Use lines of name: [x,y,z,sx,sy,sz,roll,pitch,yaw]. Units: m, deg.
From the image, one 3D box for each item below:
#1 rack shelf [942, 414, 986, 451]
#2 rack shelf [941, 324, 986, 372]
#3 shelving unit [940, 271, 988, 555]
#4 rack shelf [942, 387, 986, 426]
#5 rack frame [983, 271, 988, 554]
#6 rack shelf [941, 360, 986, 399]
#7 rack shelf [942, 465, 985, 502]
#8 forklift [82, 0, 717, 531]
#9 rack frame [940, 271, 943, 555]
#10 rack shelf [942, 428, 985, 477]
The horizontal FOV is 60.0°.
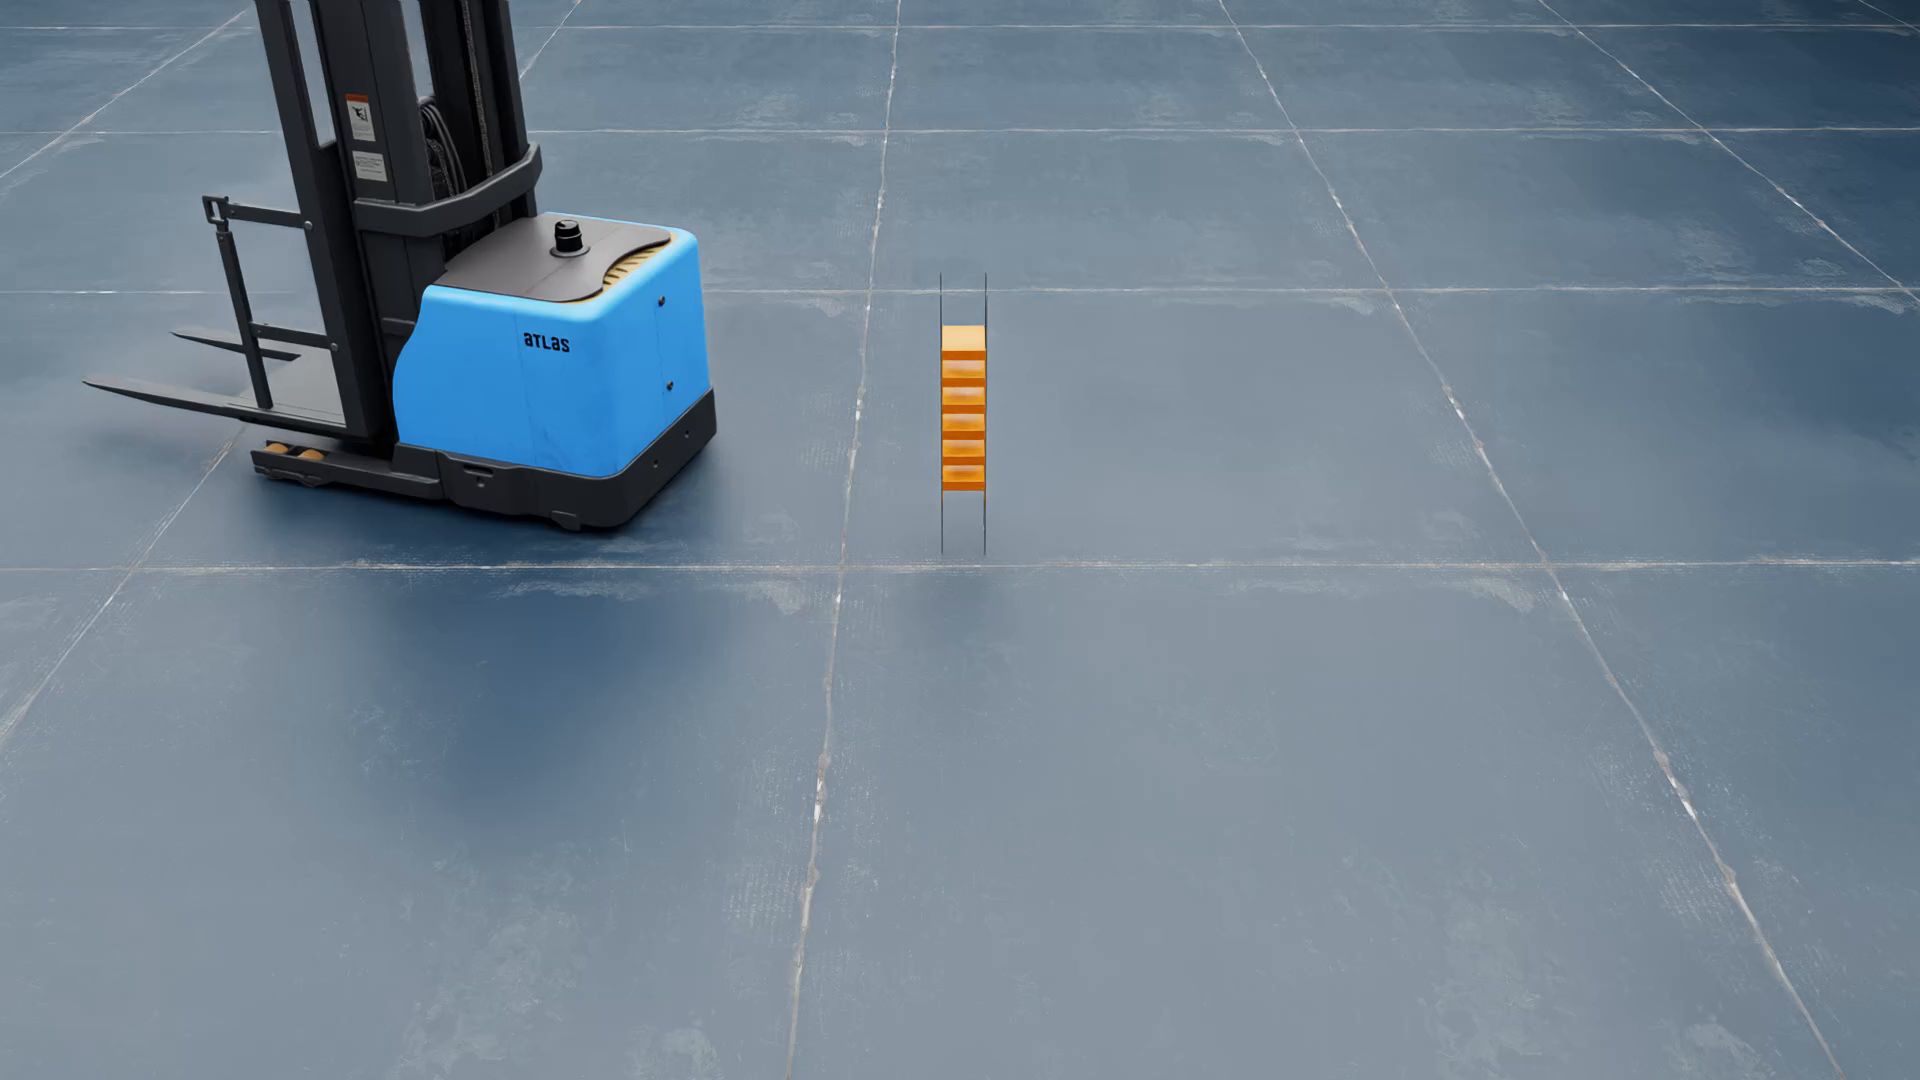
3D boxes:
rack shelf: [0.014,-0.475,6.962,0.180,0.103,0.258,0,31,0]
rack shelf: [0.014,-0.783,6.775,0.180,0.103,0.258,0,31,0]
shelving unit: [0.014,-0.513,6.939,0.189,1.200,0.258,0,31,0]
rack shelf: [0.014,-0.578,6.900,0.180,0.103,0.258,0,31,0]
rack frame: [0.106,-0.513,6.939,0.006,1.200,0.240,0,31,0]
rack shelf: [0.014,-0.680,6.837,0.180,0.103,0.258,0,31,0]
rack shelf: [0.014,-0.270,7.086,0.180,0.103,0.258,0,31,0]
forklift: [-2.738,-1.744,7.300,3.031,2.935,1.130,10,33,16]
rack frame: [-0.077,-0.513,6.938,0.006,1.200,0.240,0,31,0]
rack shelf: [0.014,-0.372,7.024,0.180,0.103,0.258,0,31,0]
